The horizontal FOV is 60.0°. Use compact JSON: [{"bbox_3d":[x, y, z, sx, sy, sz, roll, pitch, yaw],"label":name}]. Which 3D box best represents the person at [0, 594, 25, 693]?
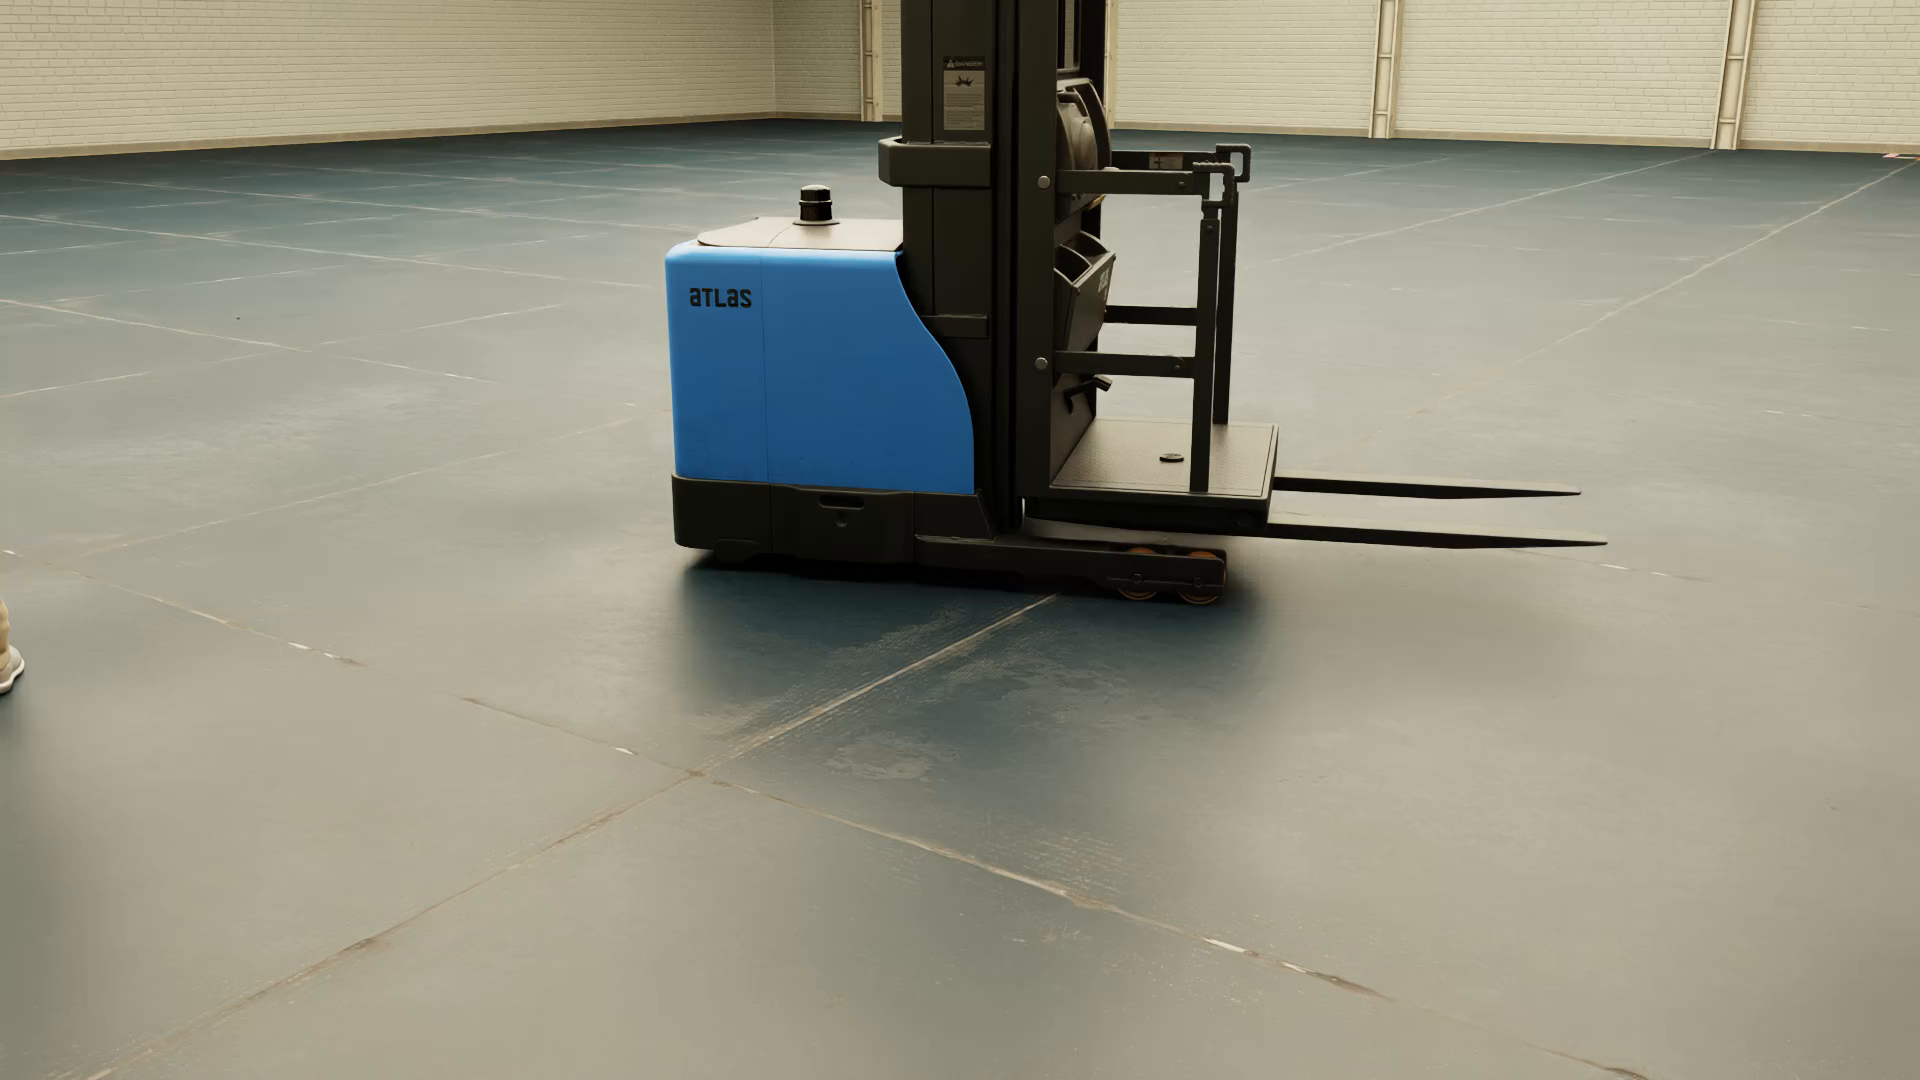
[{"bbox_3d":[-2.813,-0.397,4.272,0.519,1.728,0.385,-13,21,-36],"label":"person"}]

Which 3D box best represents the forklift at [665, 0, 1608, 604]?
[{"bbox_3d":[0.595,-1.367,5.404,3.031,2.935,1.130,4,17,12],"label":"forklift"}]
